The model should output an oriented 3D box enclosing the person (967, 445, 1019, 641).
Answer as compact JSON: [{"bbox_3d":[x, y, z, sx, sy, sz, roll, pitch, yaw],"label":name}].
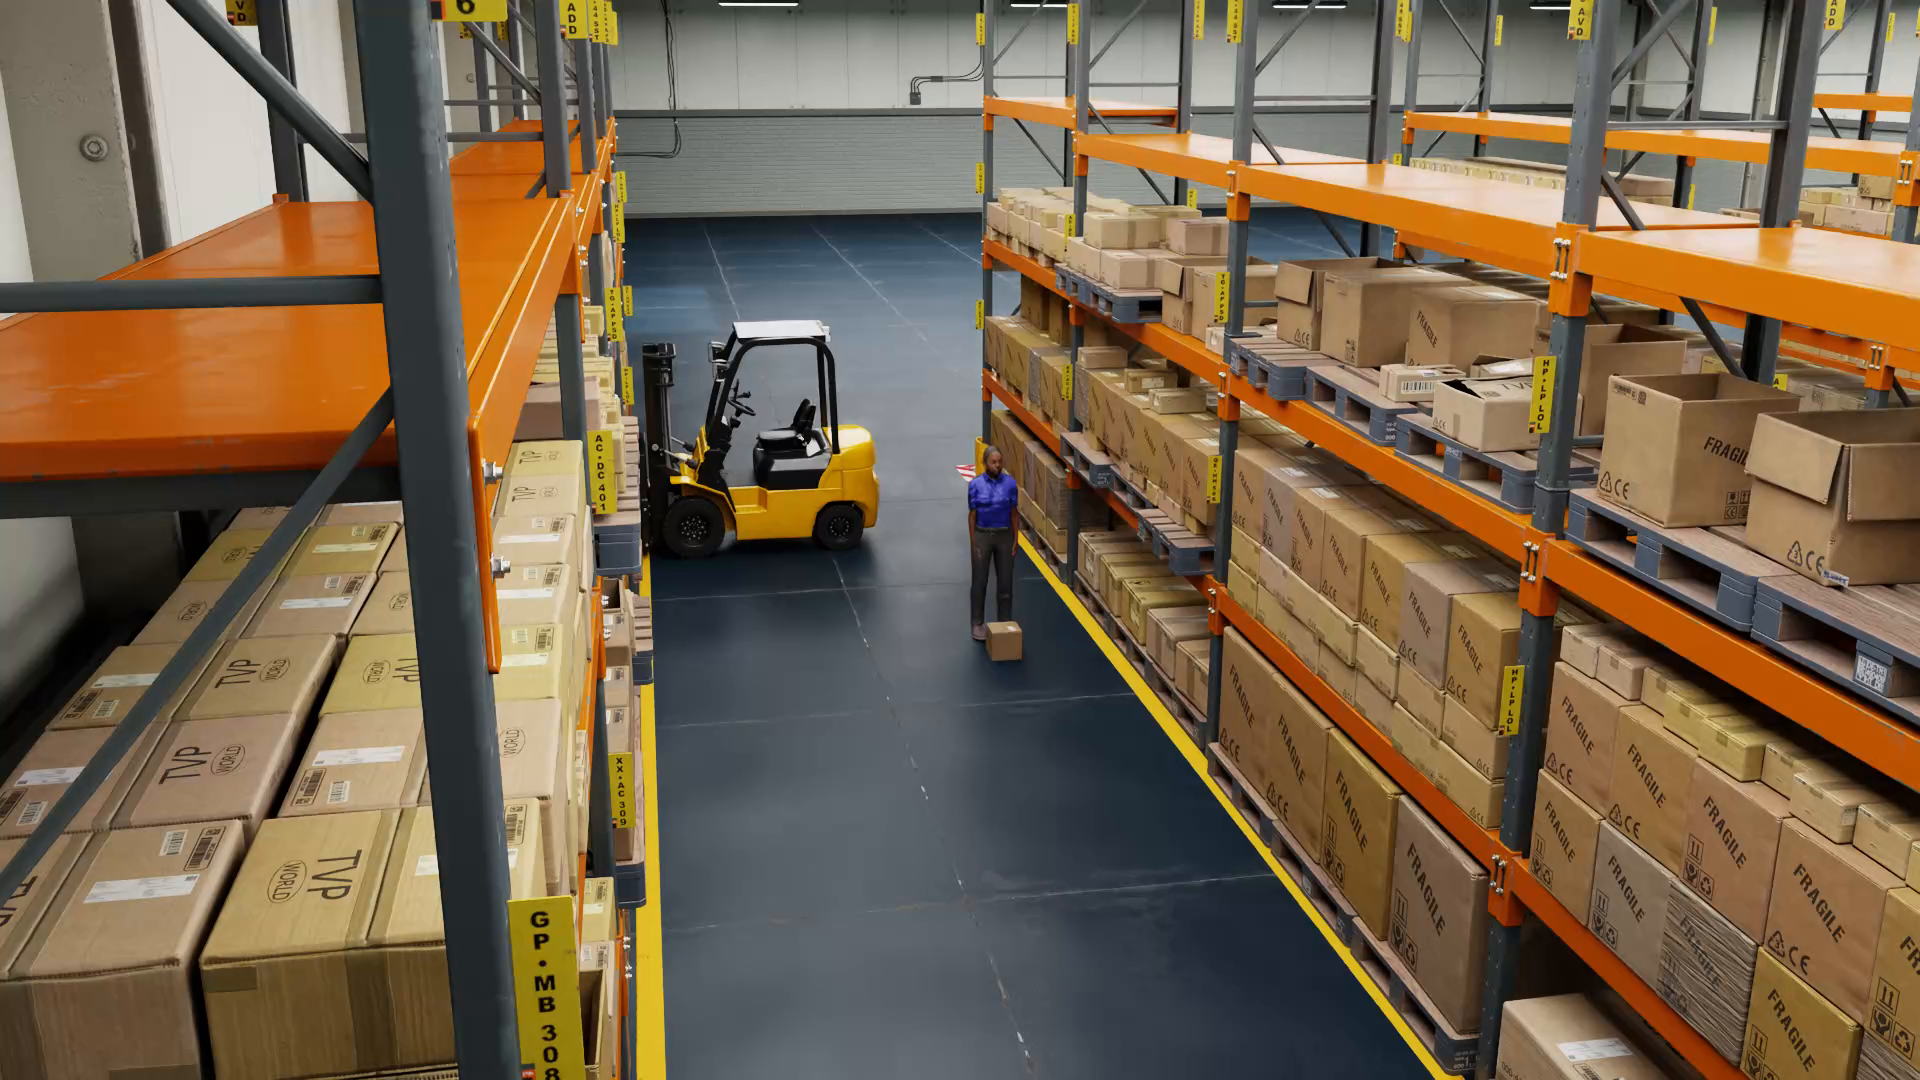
[{"bbox_3d":[0.285,0.021,13.971,0.438,1.660,0.307,-3,17,-9],"label":"person"}]
